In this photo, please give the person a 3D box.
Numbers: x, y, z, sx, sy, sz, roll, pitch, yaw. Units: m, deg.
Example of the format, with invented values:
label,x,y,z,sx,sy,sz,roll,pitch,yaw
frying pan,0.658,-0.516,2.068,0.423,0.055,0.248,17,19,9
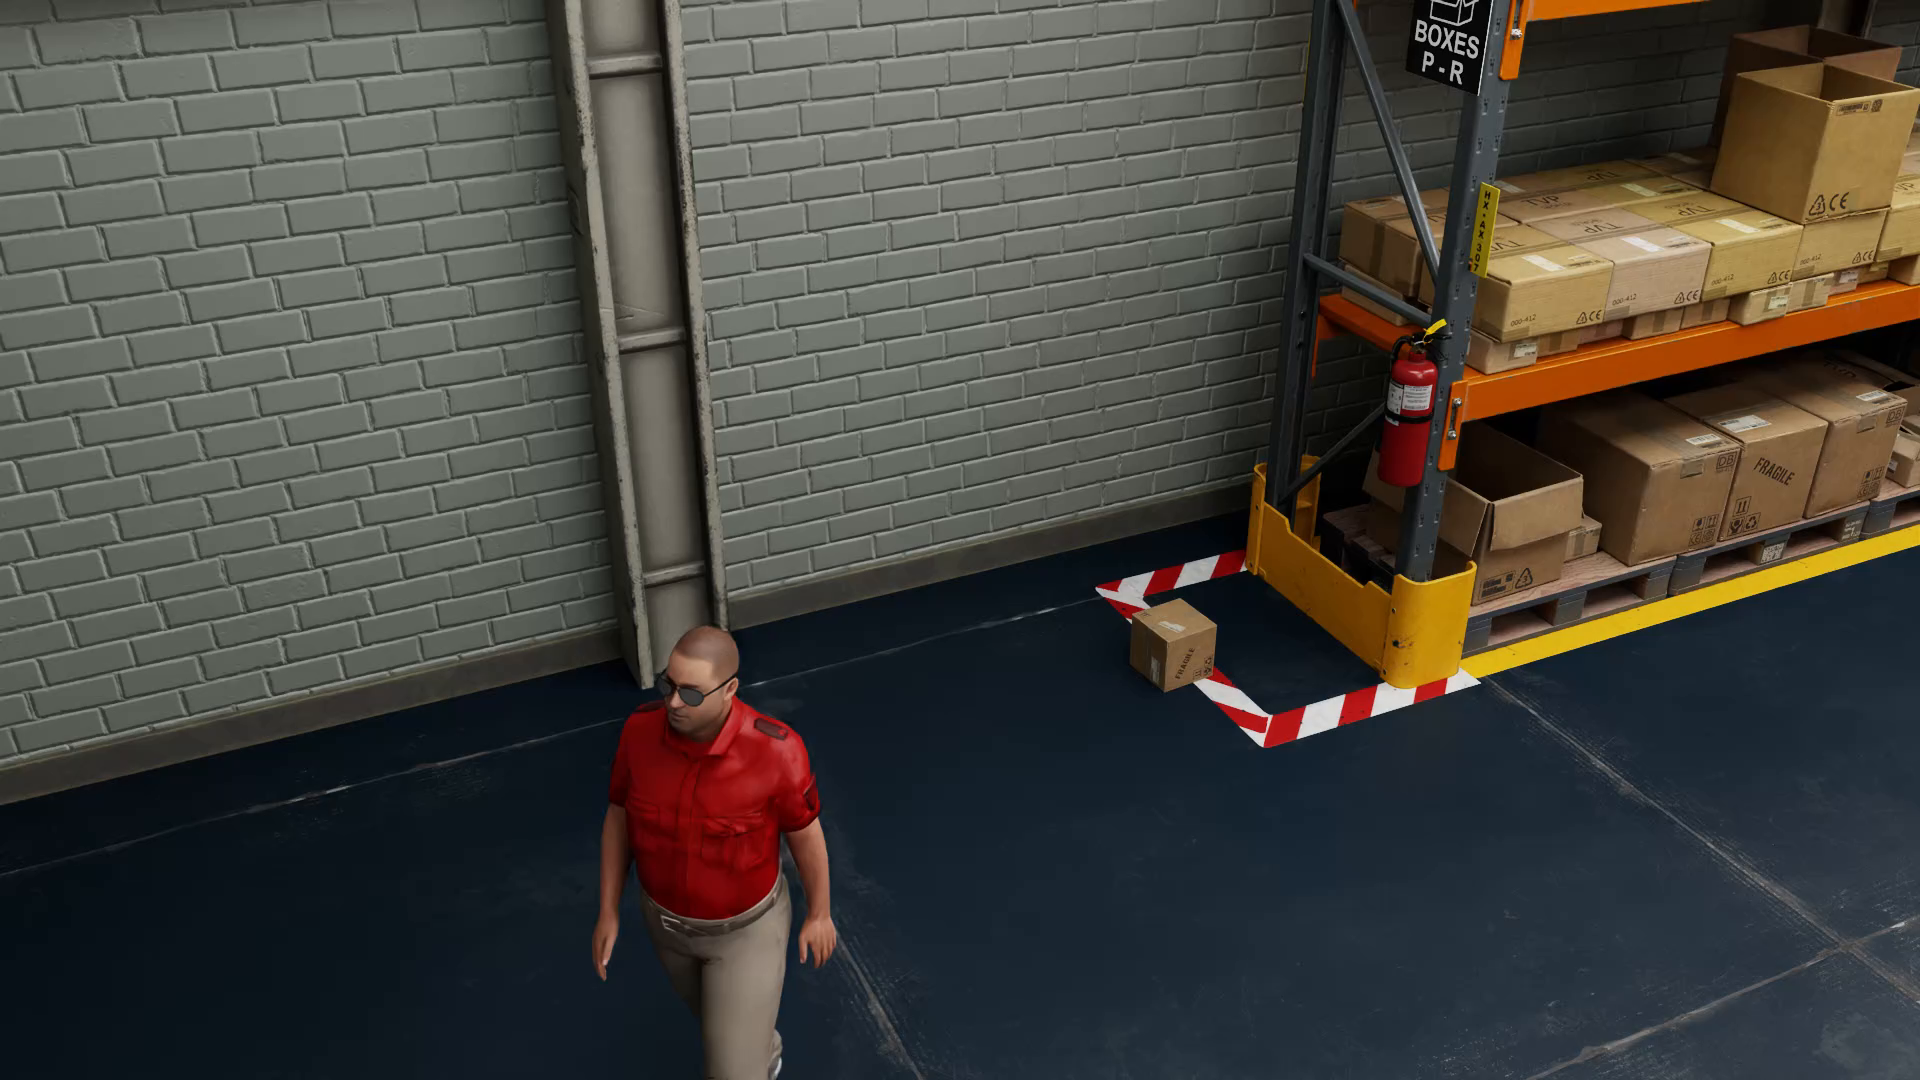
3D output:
label,x,y,z,sx,sy,sz,roll,pitch,yaw
person,-0.664,1.041,4.322,0.579,1.781,0.725,11,31,19
